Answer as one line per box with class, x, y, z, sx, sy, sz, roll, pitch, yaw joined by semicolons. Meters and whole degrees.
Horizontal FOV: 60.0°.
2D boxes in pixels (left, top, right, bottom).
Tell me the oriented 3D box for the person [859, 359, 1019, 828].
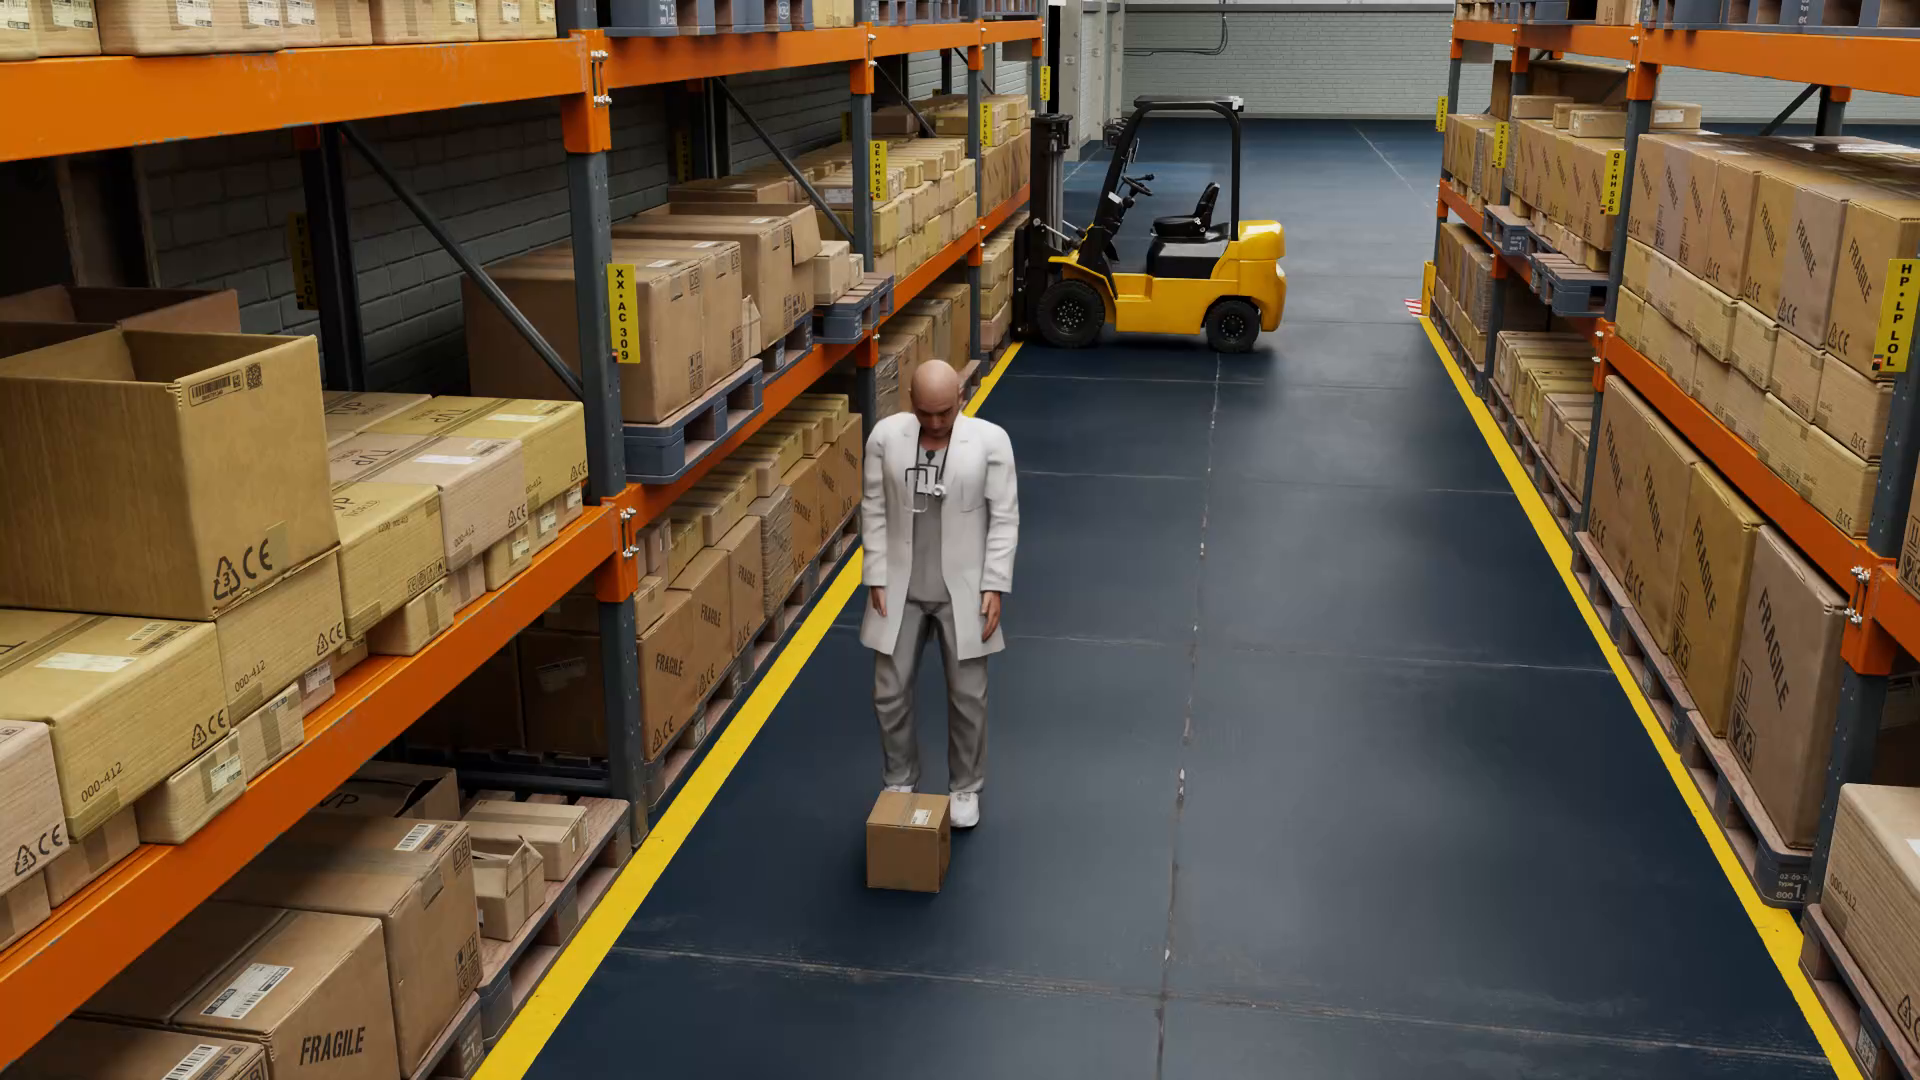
person;-0.079;0.197;6.042;0.583;1.738;0.403;3;18;10
